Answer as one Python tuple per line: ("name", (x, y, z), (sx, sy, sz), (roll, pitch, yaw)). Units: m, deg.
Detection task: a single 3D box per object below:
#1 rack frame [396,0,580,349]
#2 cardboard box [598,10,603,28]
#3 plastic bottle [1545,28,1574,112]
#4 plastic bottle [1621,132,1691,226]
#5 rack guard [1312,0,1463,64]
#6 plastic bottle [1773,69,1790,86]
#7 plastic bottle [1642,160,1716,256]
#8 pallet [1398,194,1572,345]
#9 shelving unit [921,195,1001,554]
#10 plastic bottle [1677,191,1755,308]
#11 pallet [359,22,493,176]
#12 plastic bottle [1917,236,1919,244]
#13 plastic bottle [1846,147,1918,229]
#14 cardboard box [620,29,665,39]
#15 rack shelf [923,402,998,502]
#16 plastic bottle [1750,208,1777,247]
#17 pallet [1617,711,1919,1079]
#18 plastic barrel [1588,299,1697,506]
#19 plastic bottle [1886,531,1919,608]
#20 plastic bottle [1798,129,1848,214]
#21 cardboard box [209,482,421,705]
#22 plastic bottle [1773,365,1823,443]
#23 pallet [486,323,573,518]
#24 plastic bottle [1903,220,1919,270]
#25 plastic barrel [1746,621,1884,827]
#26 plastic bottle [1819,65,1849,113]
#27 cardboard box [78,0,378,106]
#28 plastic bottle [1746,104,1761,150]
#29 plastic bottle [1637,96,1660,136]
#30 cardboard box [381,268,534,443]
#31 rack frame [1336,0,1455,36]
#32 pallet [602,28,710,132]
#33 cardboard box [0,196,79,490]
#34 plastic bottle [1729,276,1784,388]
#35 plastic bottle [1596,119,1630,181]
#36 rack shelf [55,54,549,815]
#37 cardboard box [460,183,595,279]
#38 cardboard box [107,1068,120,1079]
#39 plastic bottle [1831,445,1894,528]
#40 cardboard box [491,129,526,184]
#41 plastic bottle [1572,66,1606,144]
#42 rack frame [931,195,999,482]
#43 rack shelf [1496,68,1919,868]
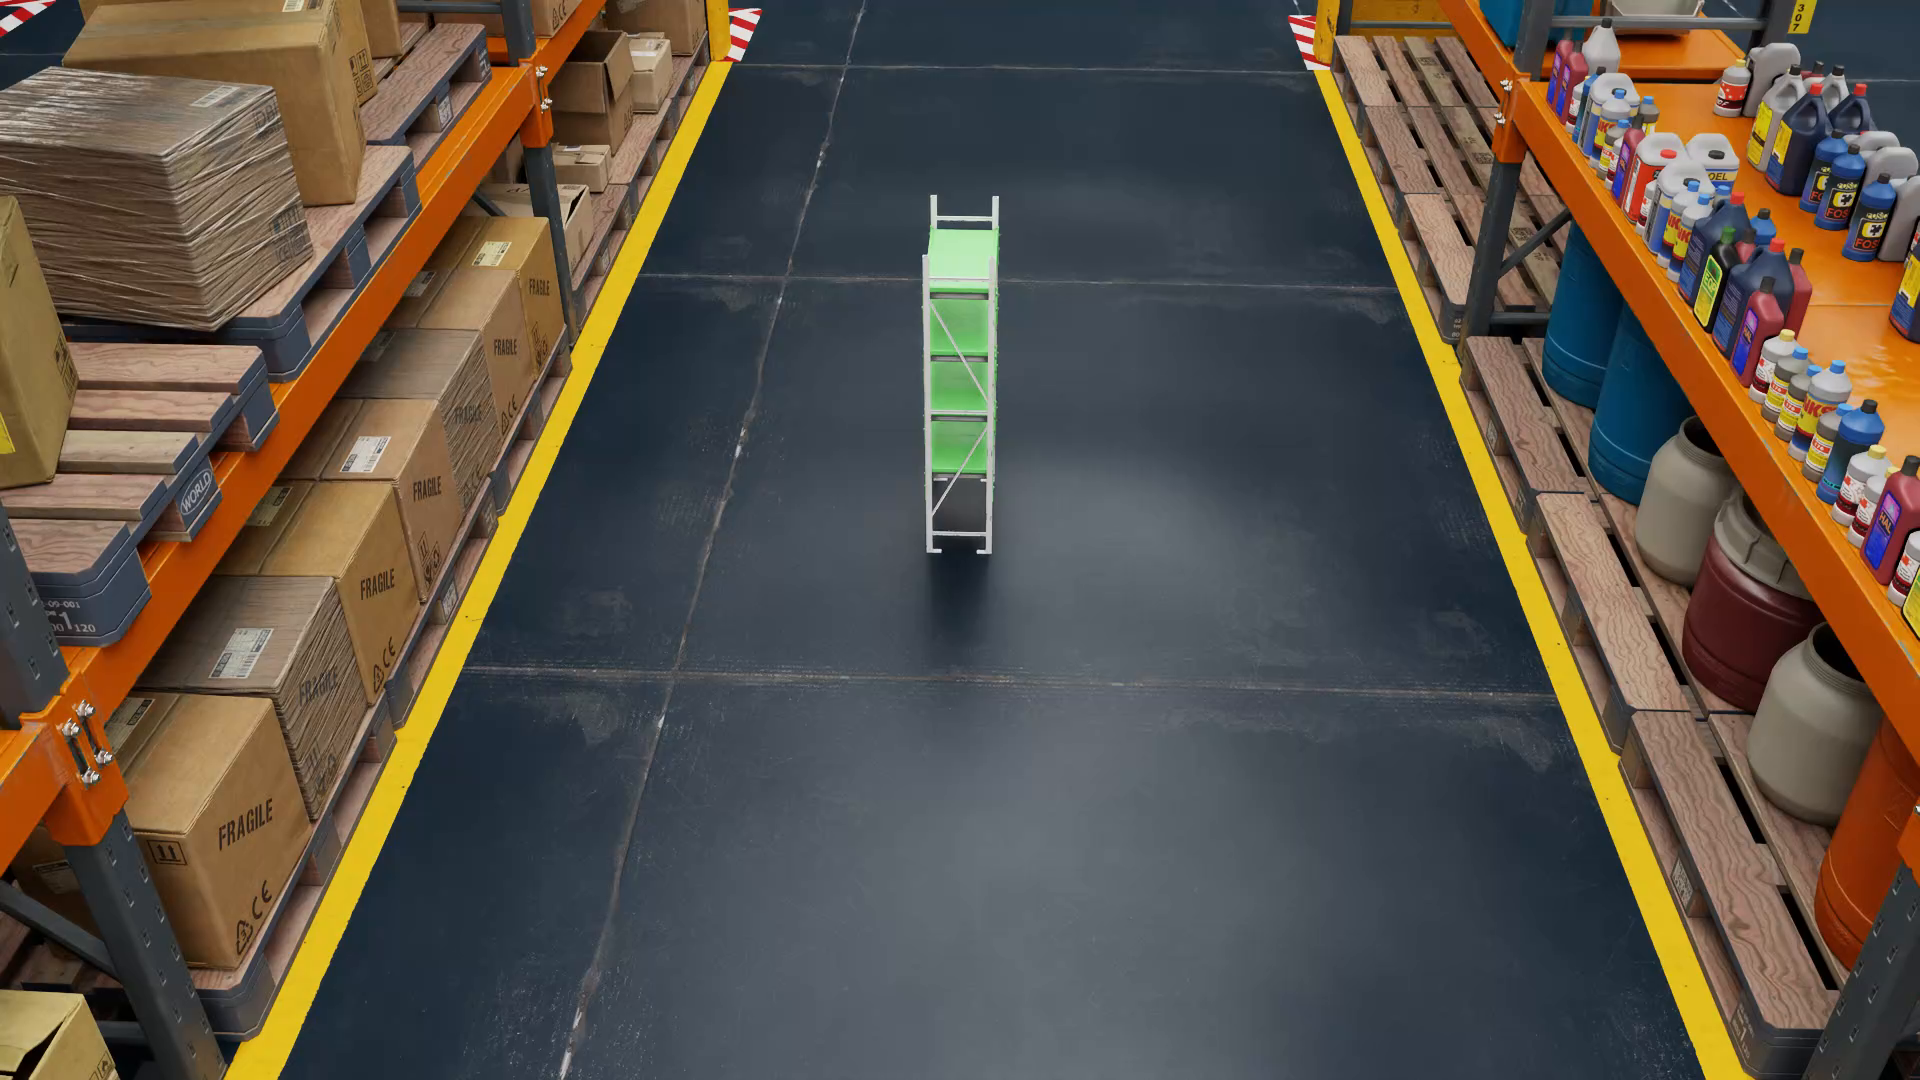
("rack frame", (-2.234, -2.134, 6.678), (1.000, 3.000, 0.127), (1, 35, 2))
("cardboard box", (-2.434, -3.213, 10.310), (0.380, 0.149, 0.250), (1, 35, 2))
("plastic bottle", (2.274, -1.769, 6.260), (0.061, 0.283, 0.133), (1, 35, 2))
("plastic bottle", (2.278, -1.178, 5.425), (0.152, 0.276, 0.135), (1, 35, 2))
("rack guard", (2.863, -3.307, 10.521), (1.175, 0.500, 0.348), (1, 35, 2))
("plastic bottle", (3.045, -1.635, 6.141), (0.097, 0.201, 0.097), (0, 35, 0))
("plastic bottle", (2.269, -1.044, 5.235), (0.152, 0.276, 0.135), (1, 35, 2))
("pallet", (2.706, -1.300, 7.916), (1.003, 0.211, 1.213), (1, 35, 2))
("shelving unit", (0.007, -0.586, 6.040), (0.258, 1.200, 0.503), (1, 35, 2))
("plastic bottle", (2.251, -0.871, 4.924), (0.144, 0.351, 0.185), (1, 35, 2))
("pallet", (-2.376, -1.599, 6.083), (1.003, 0.211, 1.213), (1, 35, 2))
("plastic bottle", (2.929, -0.878, 5.003), (0.097, 0.271, 0.097), (0, 35, 0))
("plastic bottle", (2.982, -1.156, 5.394), (0.152, 0.276, 0.135), (1, 35, 2))
("cardboard box", (-1.956, -2.904, 9.855), (0.380, 0.166, 0.250), (1, 35, 2))
("rack shelf", (0.007, -0.337, 6.215), (0.258, 0.148, 0.480), (1, 35, 2))
("plastic bottle", (2.373, -0.861, 4.979), (0.097, 0.271, 0.097), (0, 35, 0))
("pallet", (2.544, 0.968, 4.690), (1.003, 0.211, 1.213), (1, 35, 2))
("plastic barrel", (2.648, -0.612, 5.972), (0.600, 0.901, 0.708), (1, 35, 2))
("plastic bottle", (2.167, 0.054, 3.738), (0.097, 0.201, 0.097), (0, 35, 0))
("plastic bottle", (2.862, -1.224, 5.494), (0.097, 0.271, 0.097), (0, 35, 0))
("cardboard box", (-2.051, 0.163, 5.201), (0.500, 0.500, 0.500), (1, 35, 1))
("plastic bottle", (2.196, -0.358, 4.324), (0.097, 0.201, 0.097), (0, 35, 0))
("pallet", (-2.229, -0.525, 6.813), (1.003, 0.211, 1.213), (1, 35, 2))
("plastic bottle", (2.995, -0.925, 5.130), (0.097, 0.201, 0.097), (0, 35, 0))
("plastic barrel", (2.490, 0.519, 4.702), (0.421, 0.512, 0.421), (0, 35, 0))
("plastic bottle", (3.005, -1.462, 5.764), (0.144, 0.351, 0.185), (1, 35, 2))
("cardboard box", (-2.441, -1.683, 5.584), (0.700, 0.500, 0.500), (7, 36, 9))
("plastic bottle", (2.882, -1.485, 5.927), (0.097, 0.201, 0.097), (0, 35, 0))
("plastic bottle", (2.426, -1.477, 5.915), (0.097, 0.201, 0.097), (0, 35, 0))
("cardboard box", (-1.996, -0.717, 6.453), (0.500, 0.500, 0.500), (1, 35, 2))
("rack frame", (2.876, -4.316, 9.782), (1.000, 3.000, 0.127), (1, 35, 2))
("pallet", (-2.108, -2.789, 10.036), (1.003, 0.211, 1.213), (1, 35, 2))
("cardboard box", (-2.482, -0.413, 3.777), (0.700, 0.500, 0.500), (-10, 36, -14))
("plastic bottle", (2.190, -0.571, 4.555), (0.061, 0.283, 0.133), (1, 35, 2))
("plastic bottle", (2.265, -1.347, 5.731), (0.097, 0.201, 0.097), (0, 35, 0))
("rack shelf", (-2.315, -0.691, 5.250), (1.077, 0.370, 4.000), (1, 35, 2))
("cardboard box", (-2.001, -1.450, 7.661), (0.500, 0.311, 0.500), (1, 35, 2))
("cardboard box", (-2.172, 1.425, 3.640), (0.500, 0.250, 0.500), (2, 35, 3))
("plastic bottle", (2.180, -0.135, 4.006), (0.097, 0.201, 0.097), (0, 35, 0))
("cardboard box", (-2.465, -1.979, 8.413), (0.500, 0.311, 0.500), (1, 35, 2))
("plastic bottle", (2.278, -1.565, 5.980), (0.097, 0.271, 0.097), (0, 35, 0))
("rack frame", (0.016, -0.726, 6.240), (0.240, 1.200, 0.015), (1, 35, 2))
("rack shelf", (2.635, -0.574, 5.084), (1.077, 0.370, 4.000), (1, 35, 2))
